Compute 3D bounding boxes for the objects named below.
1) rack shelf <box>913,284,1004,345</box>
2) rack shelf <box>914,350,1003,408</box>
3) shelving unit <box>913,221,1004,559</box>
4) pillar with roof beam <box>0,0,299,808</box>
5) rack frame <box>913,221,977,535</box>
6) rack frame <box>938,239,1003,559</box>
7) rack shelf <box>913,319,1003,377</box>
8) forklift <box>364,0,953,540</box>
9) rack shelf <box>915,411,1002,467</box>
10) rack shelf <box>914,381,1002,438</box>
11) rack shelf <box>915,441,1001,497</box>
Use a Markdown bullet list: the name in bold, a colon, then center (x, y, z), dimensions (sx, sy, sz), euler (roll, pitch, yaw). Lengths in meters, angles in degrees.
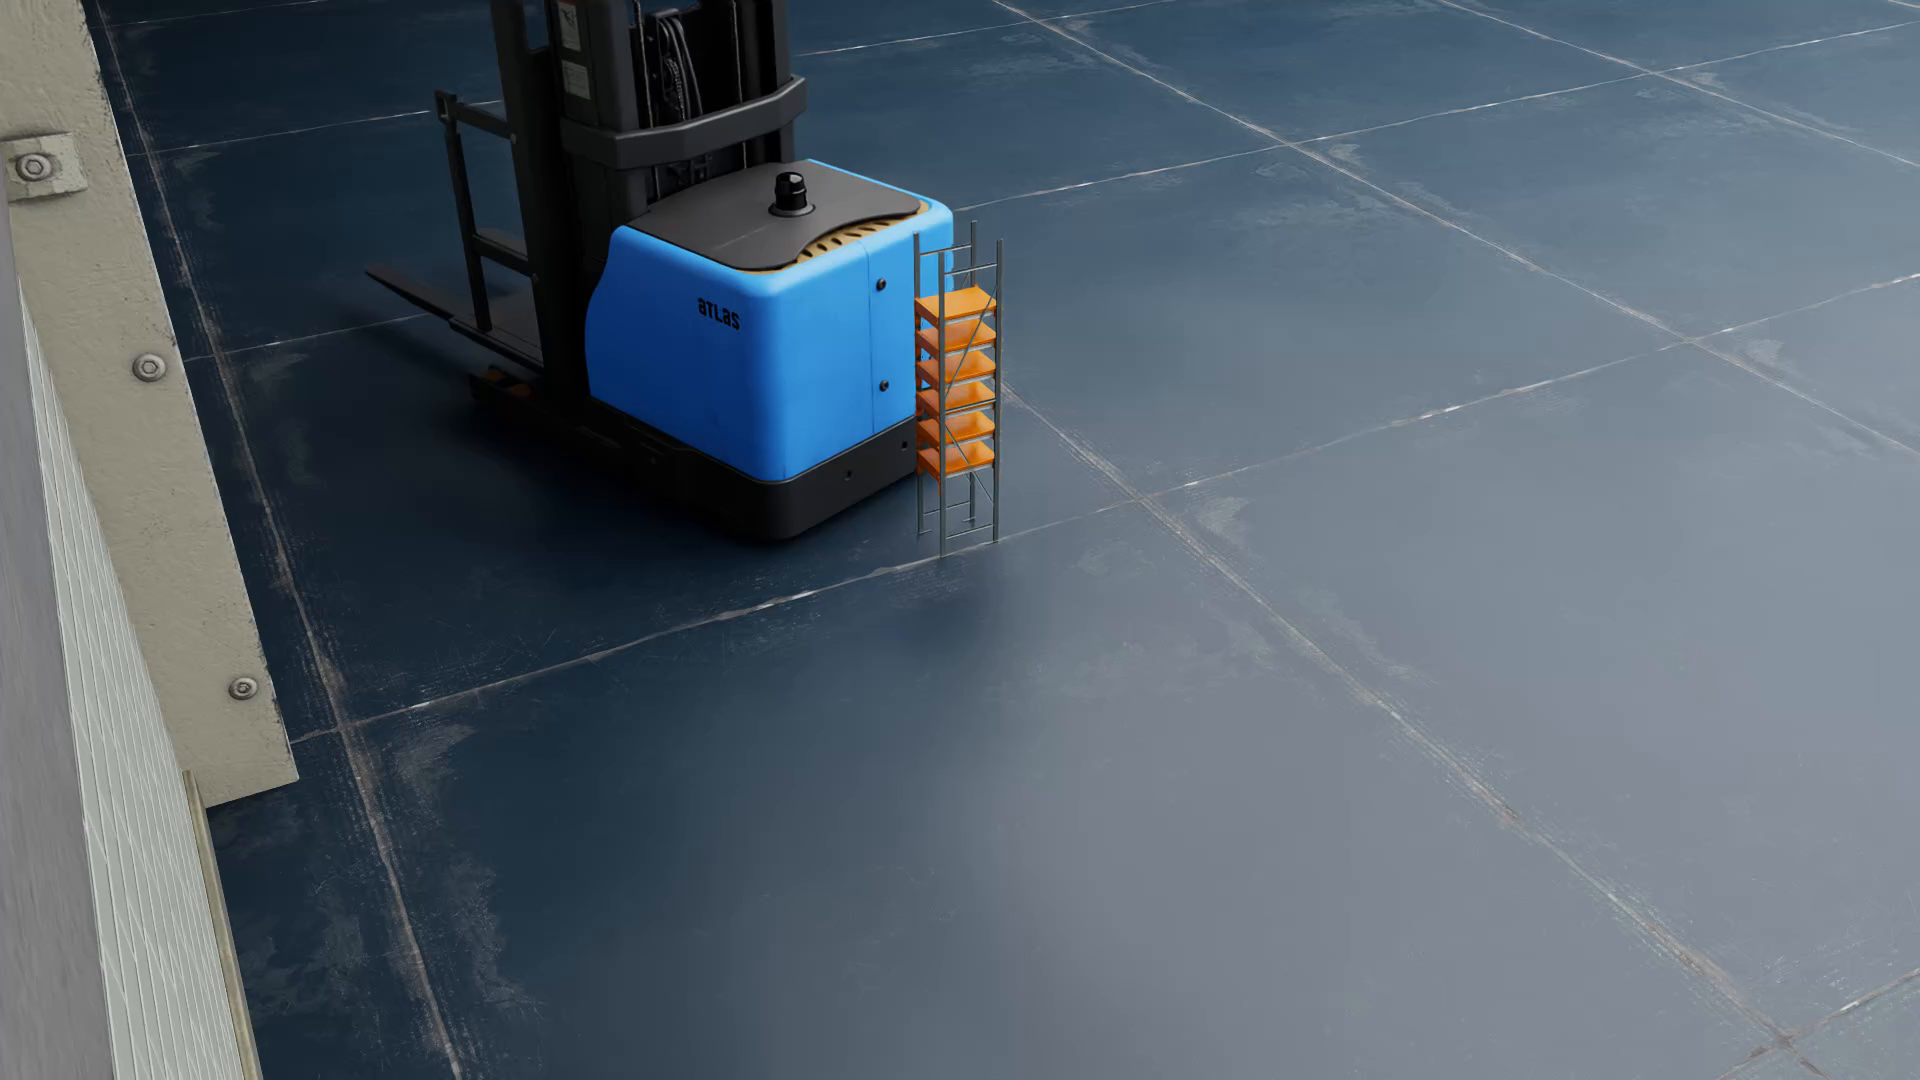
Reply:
- **rack shelf**: center (-0.007, -0.778, 5.722), dimensions (0.258, 0.103, 0.180), euler (-16, 36, -23)
- **rack shelf**: center (-0.007, -0.576, 5.851), dimensions (0.258, 0.103, 0.180), euler (-16, 36, -23)
- **shelving unit**: center (-0.007, -0.512, 5.892), dimensions (0.258, 1.200, 0.189), euler (-16, 36, -23)
- **pillar with roof beam**: center (1.568, -4.197, 4.414), dimensions (9.100, 9.000, 0.400), euler (-16, 36, -23)
- **rack frame**: center (-0.049, -0.556, 5.960), dimensions (0.240, 1.200, 0.006), euler (-16, 36, -23)
- **rack frame**: center (0.036, -0.468, 5.824), dimensions (0.240, 1.200, 0.006), euler (-16, 36, -23)
- **rack shelf**: center (-0.007, -0.677, 5.787), dimensions (0.258, 0.103, 0.180), euler (-16, 36, -23)
- **forklift**: center (-1.442, -1.906, 6.463), dimensions (3.031, 2.935, 1.130), euler (26, 41, 34)
- **rack shelf**: center (-0.007, -0.374, 5.981), dimensions (0.258, 0.103, 0.180), euler (-16, 36, -23)
- **rack shelf**: center (-0.007, -0.475, 5.916), dimensions (0.258, 0.103, 0.180), euler (-16, 36, -23)
- **rack shelf**: center (-0.007, -0.273, 6.046), dimensions (0.258, 0.103, 0.180), euler (-16, 36, -23)
